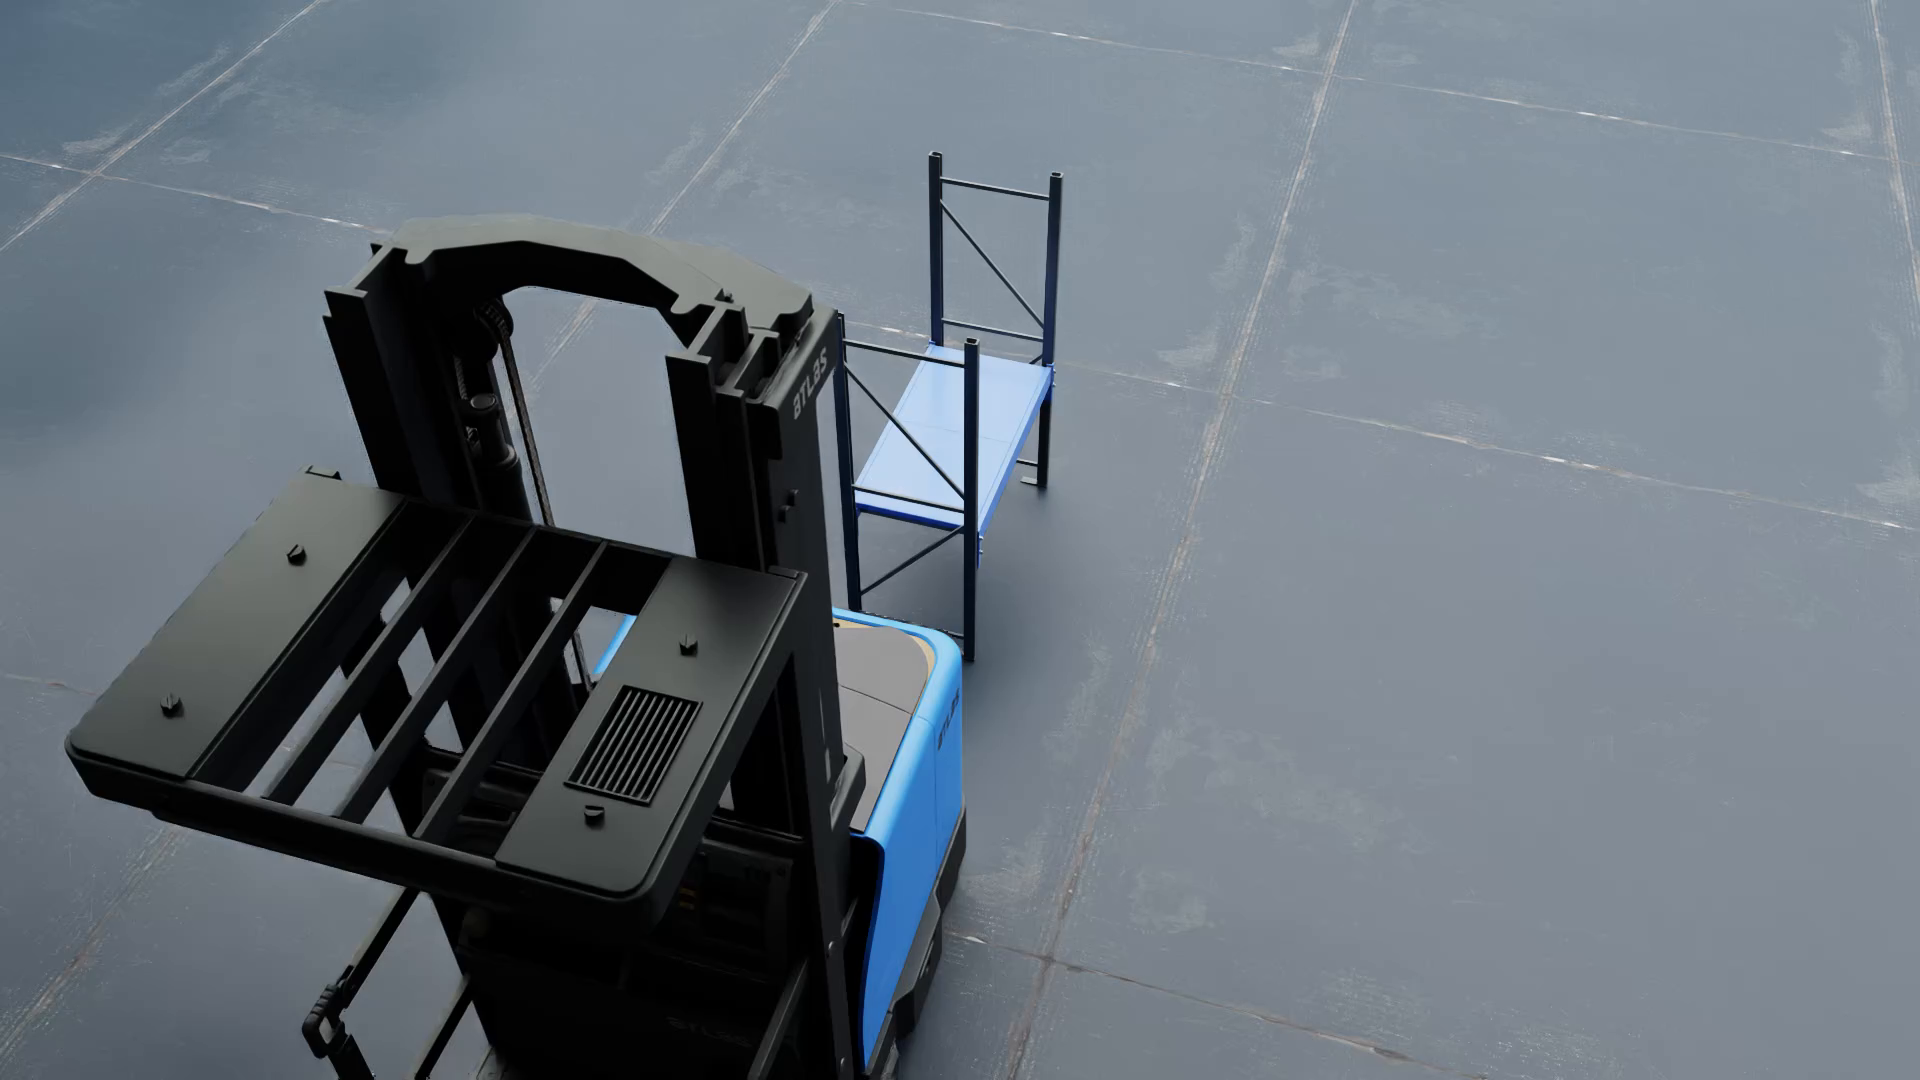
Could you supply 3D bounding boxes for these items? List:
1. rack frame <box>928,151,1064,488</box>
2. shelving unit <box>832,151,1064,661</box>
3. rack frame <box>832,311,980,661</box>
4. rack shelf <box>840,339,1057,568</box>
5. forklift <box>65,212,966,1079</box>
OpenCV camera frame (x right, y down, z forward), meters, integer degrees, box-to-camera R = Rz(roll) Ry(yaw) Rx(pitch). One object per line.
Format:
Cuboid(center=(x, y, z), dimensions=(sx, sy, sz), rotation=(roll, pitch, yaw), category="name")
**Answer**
Cuboid(center=(0.128, -0.818, 6.514), dimensions=(0.500, 1.500, 0.032), rotation=(13, 46, 12), category="rack frame")
Cuboid(center=(-0.026, -0.479, 6.167), dimensions=(0.538, 1.500, 1.048), rotation=(13, 46, 12), category="shelving unit")
Cuboid(center=(-0.180, -0.140, 5.821), dimensions=(0.500, 1.500, 0.032), rotation=(13, 46, 12), category="rack frame")
Cuboid(center=(-0.026, -0.351, 6.293), dimensions=(0.538, 0.185, 1.000), rotation=(13, 46, 12), category="rack shelf")
Cuboid(center=(-0.890, 0.893, 3.742), dimensions=(1.130, 2.935, 3.031), rotation=(12, 46, 12), category="forklift")
